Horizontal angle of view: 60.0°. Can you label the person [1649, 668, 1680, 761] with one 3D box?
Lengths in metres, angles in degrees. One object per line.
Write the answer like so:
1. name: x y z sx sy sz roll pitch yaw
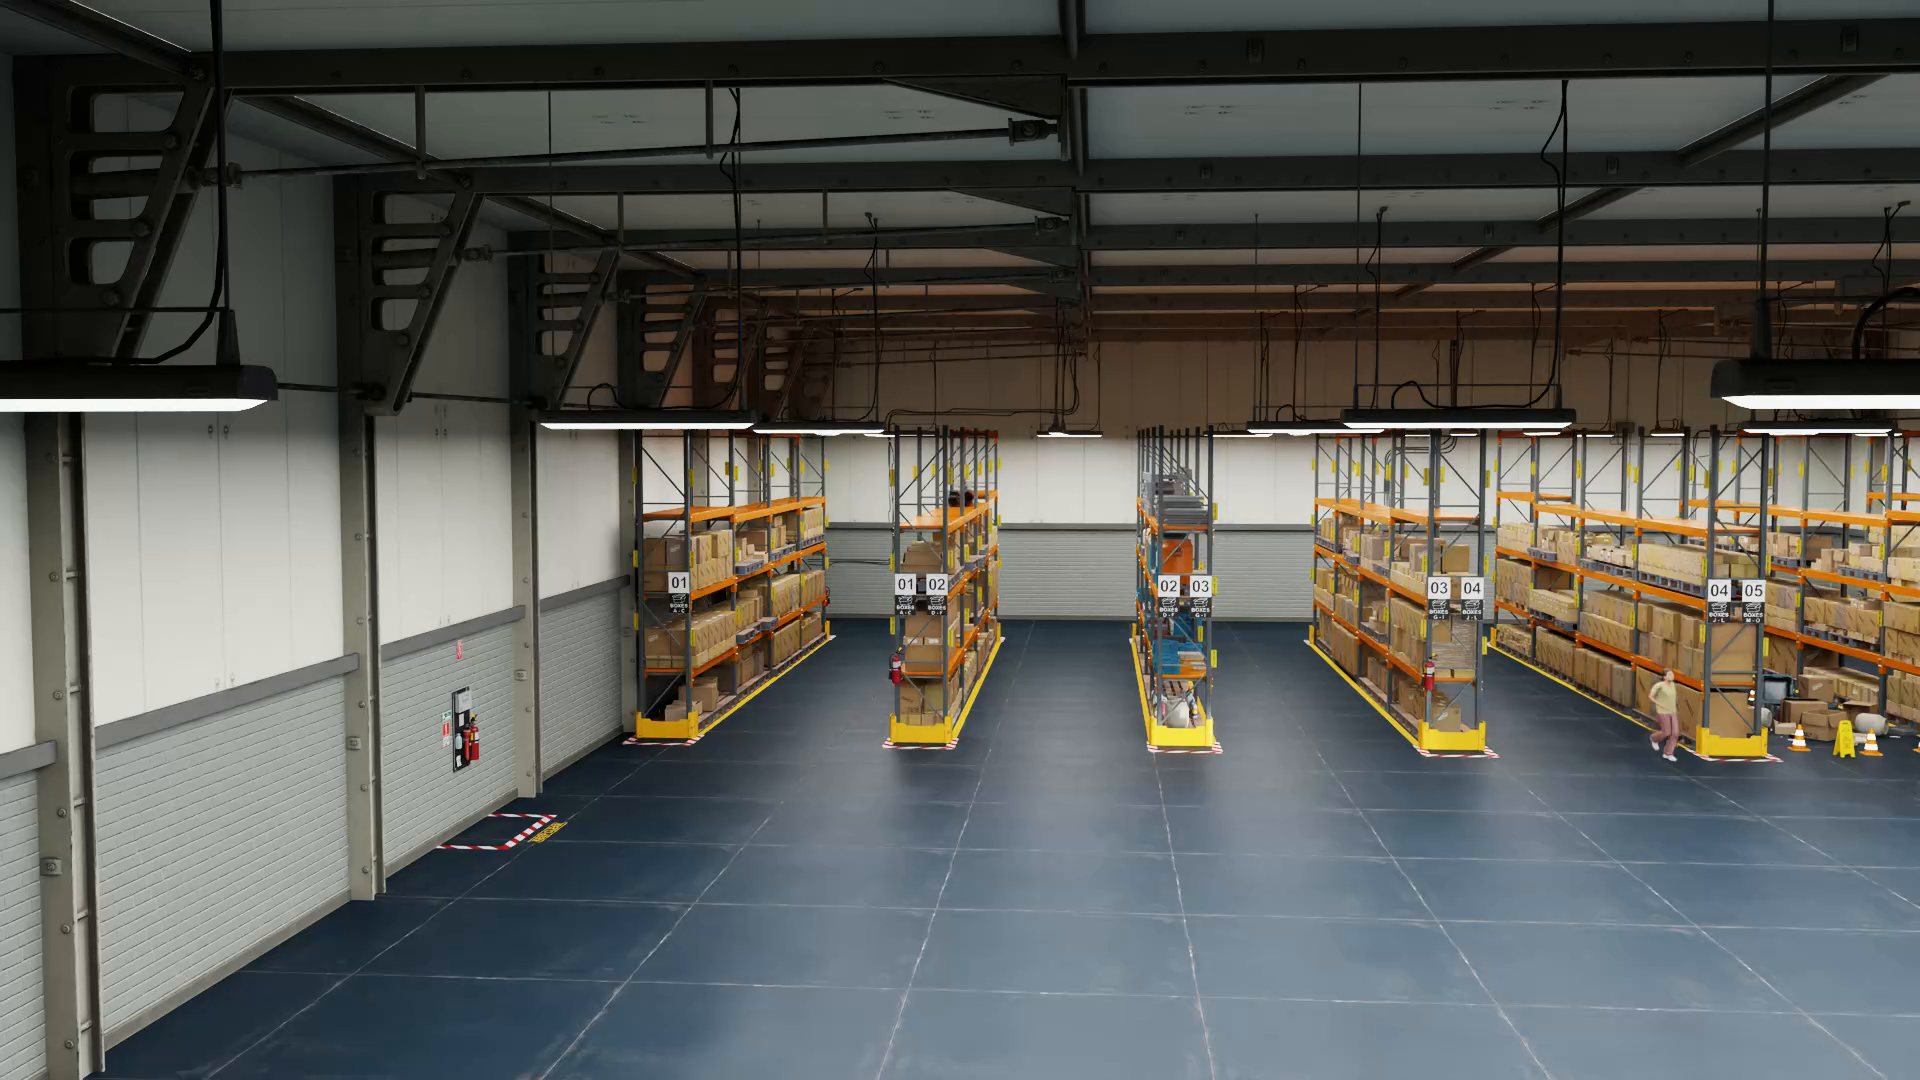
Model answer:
1. person: 12.682 3.120 29.922 0.615 1.650 0.651 -1 4 -16
